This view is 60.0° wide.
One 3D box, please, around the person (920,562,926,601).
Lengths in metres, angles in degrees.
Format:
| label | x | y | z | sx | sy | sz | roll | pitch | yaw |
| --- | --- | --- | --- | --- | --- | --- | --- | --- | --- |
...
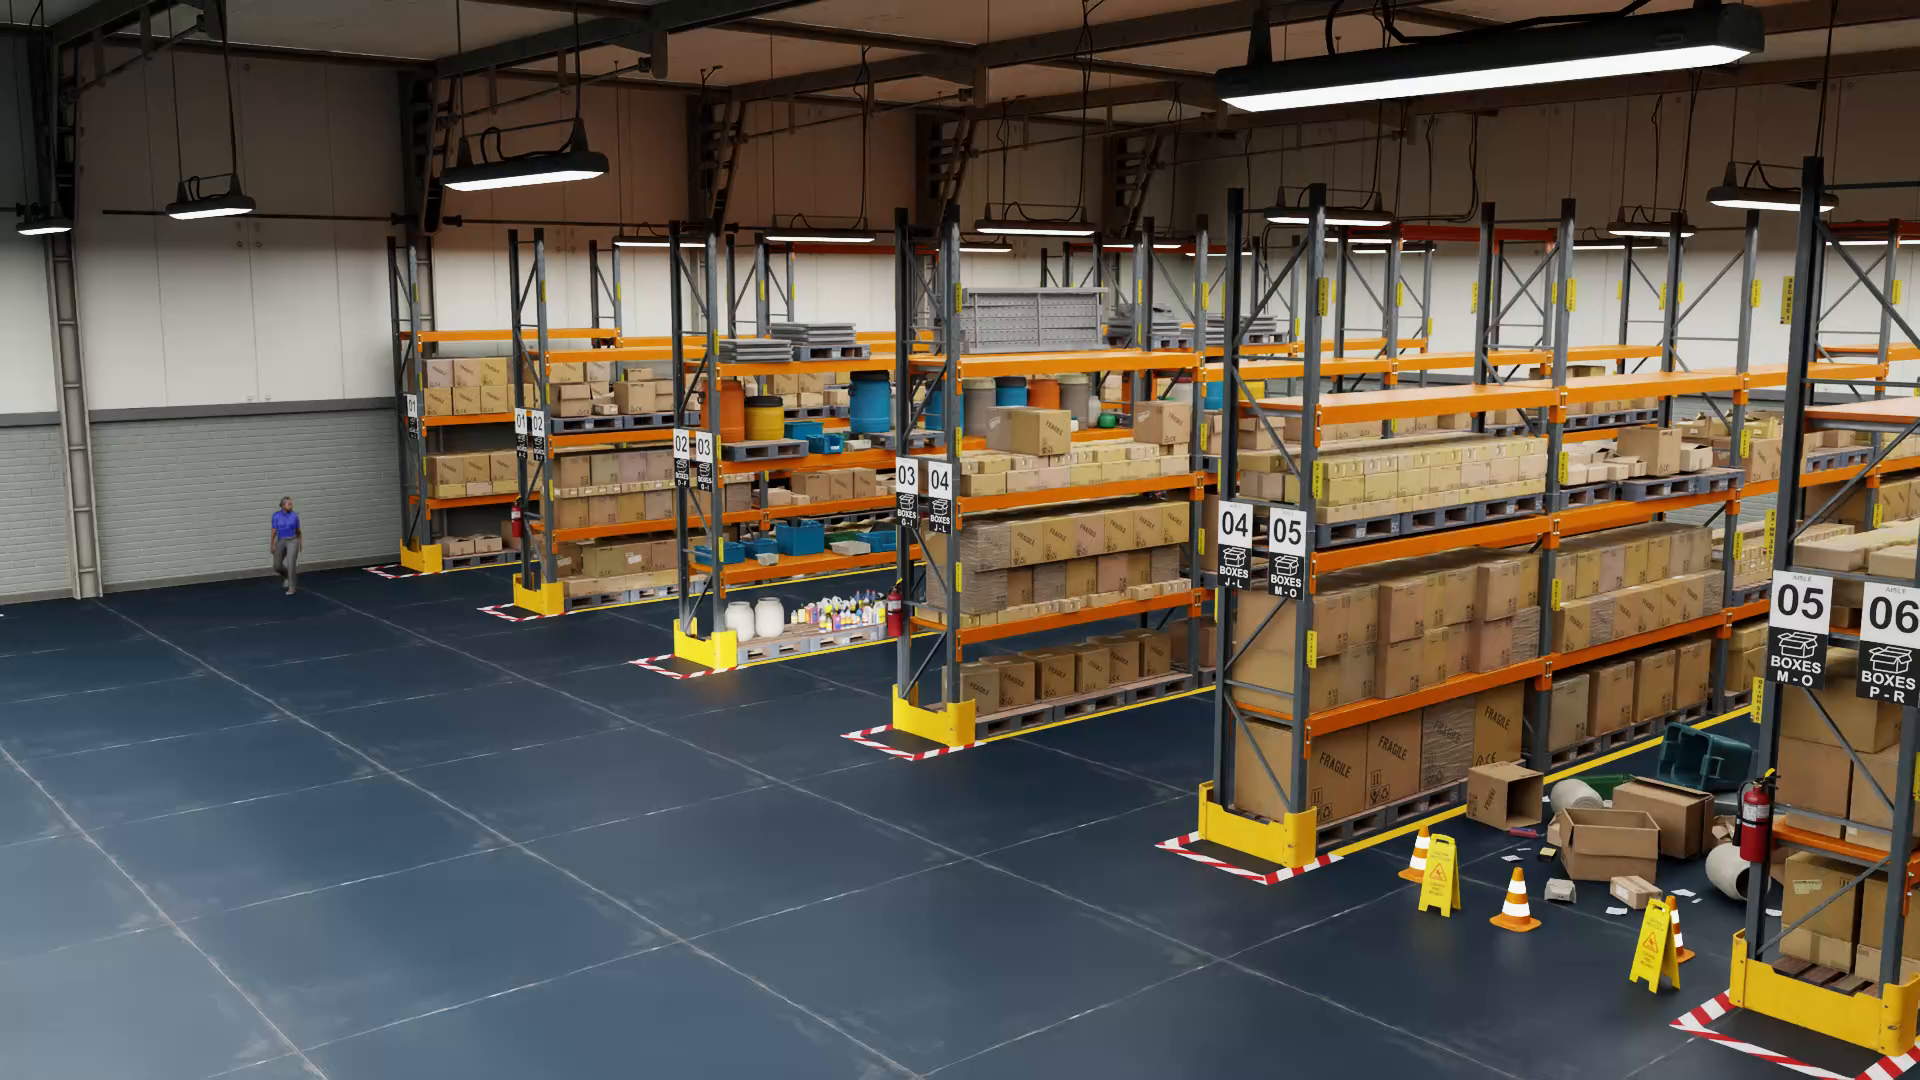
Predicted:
| label | x | y | z | sx | sy | sz | roll | pitch | yaw |
| --- | --- | --- | --- | --- | --- | --- | --- | --- | --- |
| person | -0.340 | 0.216 | 27.125 | 0.637 | 1.569 | 0.438 | -2 | 9 | -16 |

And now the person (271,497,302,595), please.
| label | x | y | z | sx | sy | sz | roll | pitch | yaw |
| --- | --- | --- | --- | --- | --- | --- | --- | --- | --- |
| person | -11.260 | 0.085 | 27.837 | 0.485 | 1.627 | 0.521 | 0 | 9 | -3 |

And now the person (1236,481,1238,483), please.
| label | x | y | z | sx | sy | sz | roll | pitch | yaw |
| --- | --- | --- | --- | --- | --- | --- | --- | --- | --- |
| person | 6.352 | -1.630 | 38.710 | 0.598 | 1.698 | 0.739 | -1 | 9 | -5 |
